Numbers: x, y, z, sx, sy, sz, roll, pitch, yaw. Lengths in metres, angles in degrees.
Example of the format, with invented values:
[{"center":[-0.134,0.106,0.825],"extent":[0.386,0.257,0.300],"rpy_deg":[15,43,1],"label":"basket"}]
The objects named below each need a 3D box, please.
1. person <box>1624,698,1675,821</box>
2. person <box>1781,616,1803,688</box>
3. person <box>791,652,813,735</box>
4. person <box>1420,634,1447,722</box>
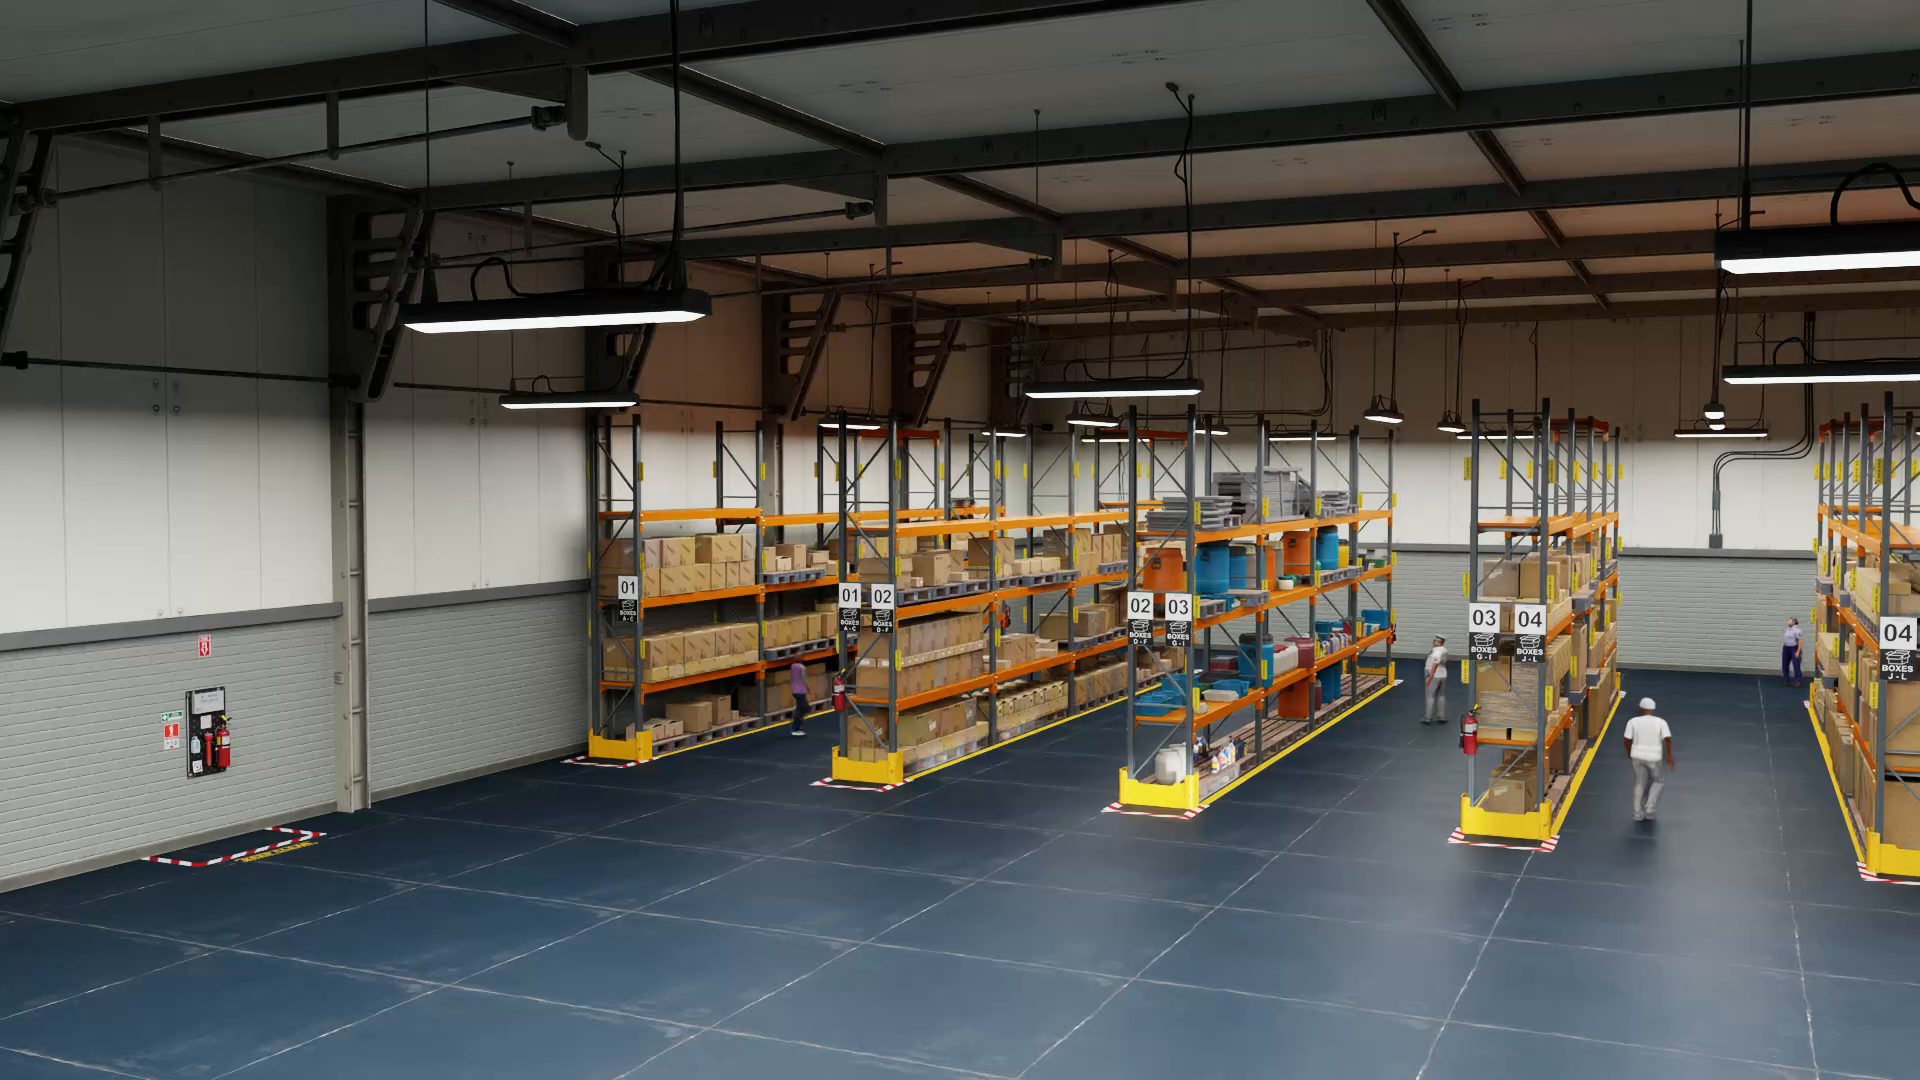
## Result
[{"center":[9.894,3.182,23.916],"extent":[0.527,1.806,0.718],"rpy_deg":[-2,3,-40],"label":"person"},{"center":[19.353,2.597,38.671],"extent":[0.380,1.658,0.545],"rpy_deg":[-1,3,-29],"label":"person"},{"center":[-2.997,2.908,31.419],"extent":[0.446,1.616,0.416],"rpy_deg":[-1,3,-30],"label":"person"},{"center":[9.494,2.756,33.249],"extent":[0.595,1.776,0.448],"rpy_deg":[-2,3,-42],"label":"person"}]
